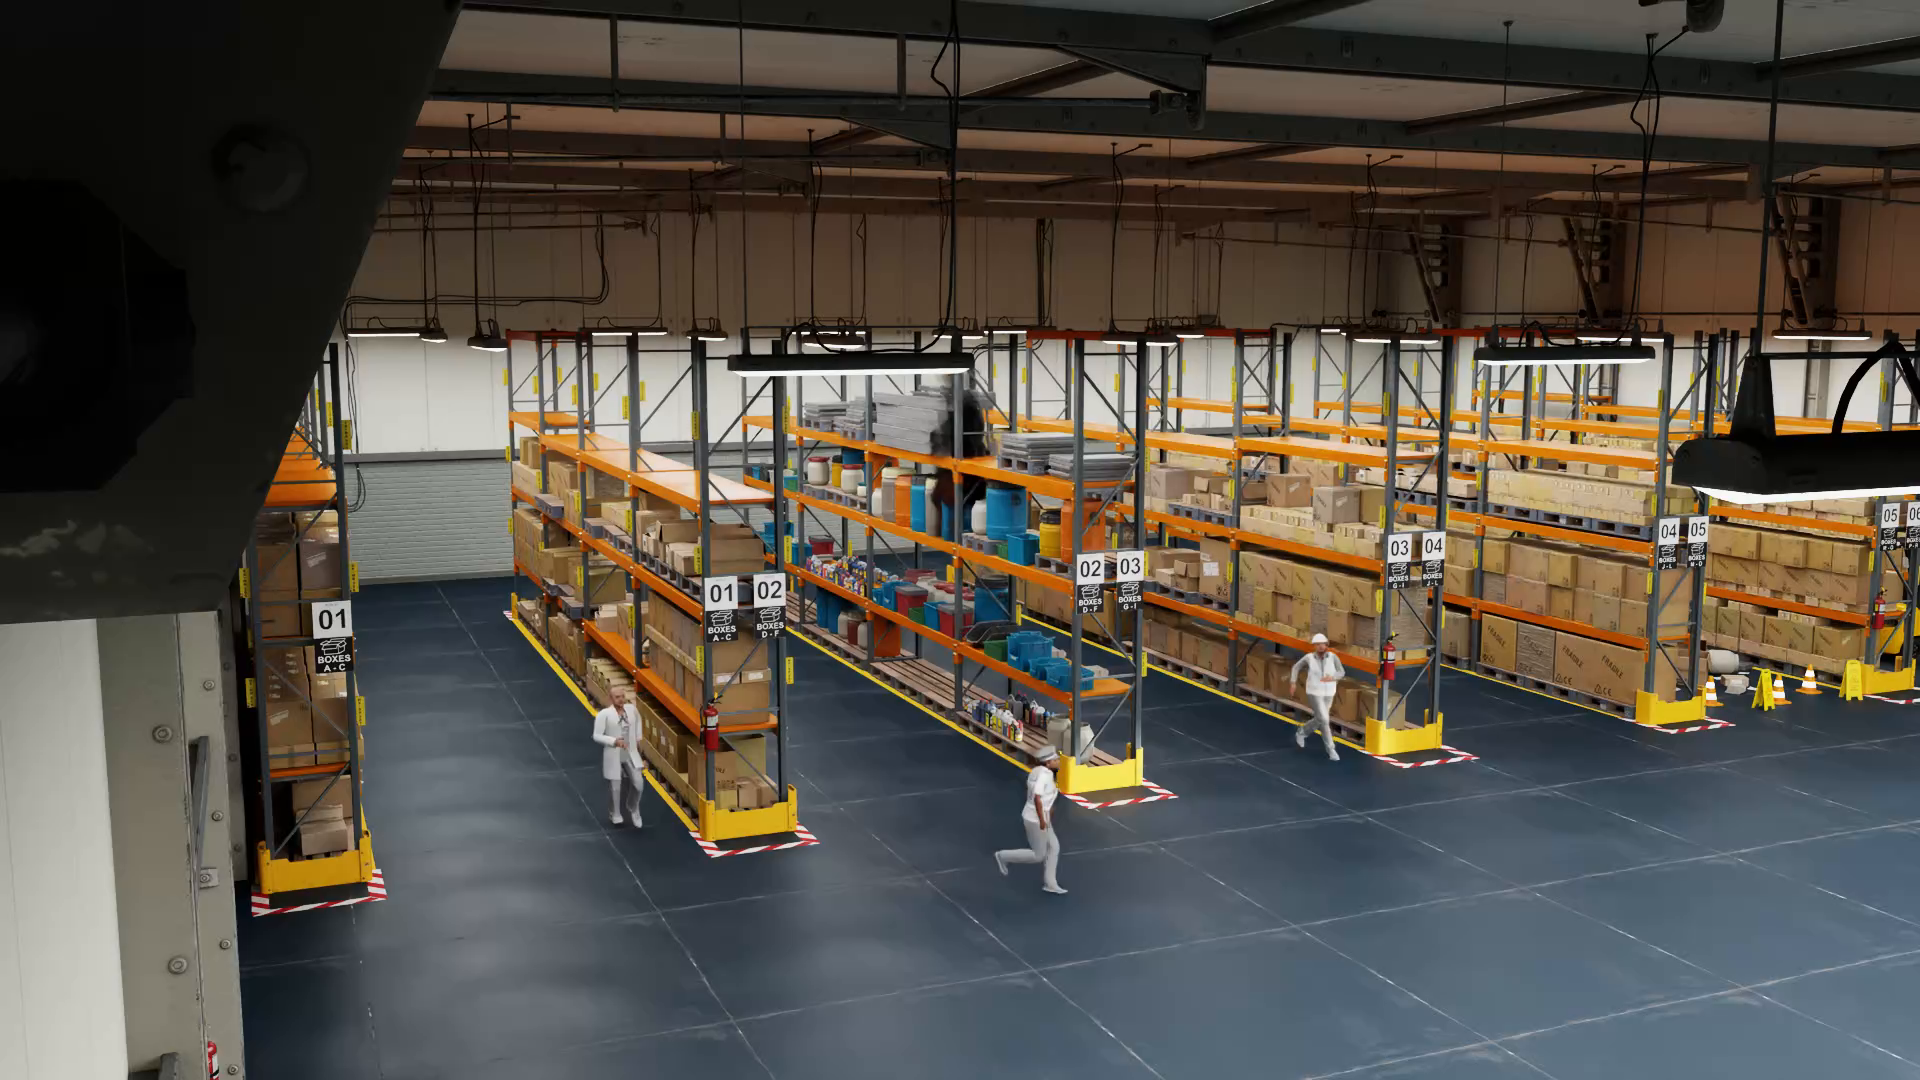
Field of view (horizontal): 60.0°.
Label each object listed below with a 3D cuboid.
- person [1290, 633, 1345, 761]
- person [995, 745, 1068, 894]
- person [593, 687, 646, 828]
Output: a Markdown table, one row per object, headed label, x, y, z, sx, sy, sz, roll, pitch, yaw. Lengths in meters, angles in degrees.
| label | x | y | z | sx | sy | sz | roll | pitch | yaw |
| --- | --- | --- | --- | --- | --- | --- | --- | --- | --- |
| person | 5.154 | 2.229 | 23.905 | 0.717 | 1.791 | 0.817 | -2 | 8 | -16 |
| person | 0.784 | 3.081 | 18.218 | 0.811 | 1.672 | 0.585 | 0 | 8 | -2 |
| person | -4.166 | 2.684 | 20.446 | 0.710 | 1.778 | 0.761 | -4 | 9 | -29 |
